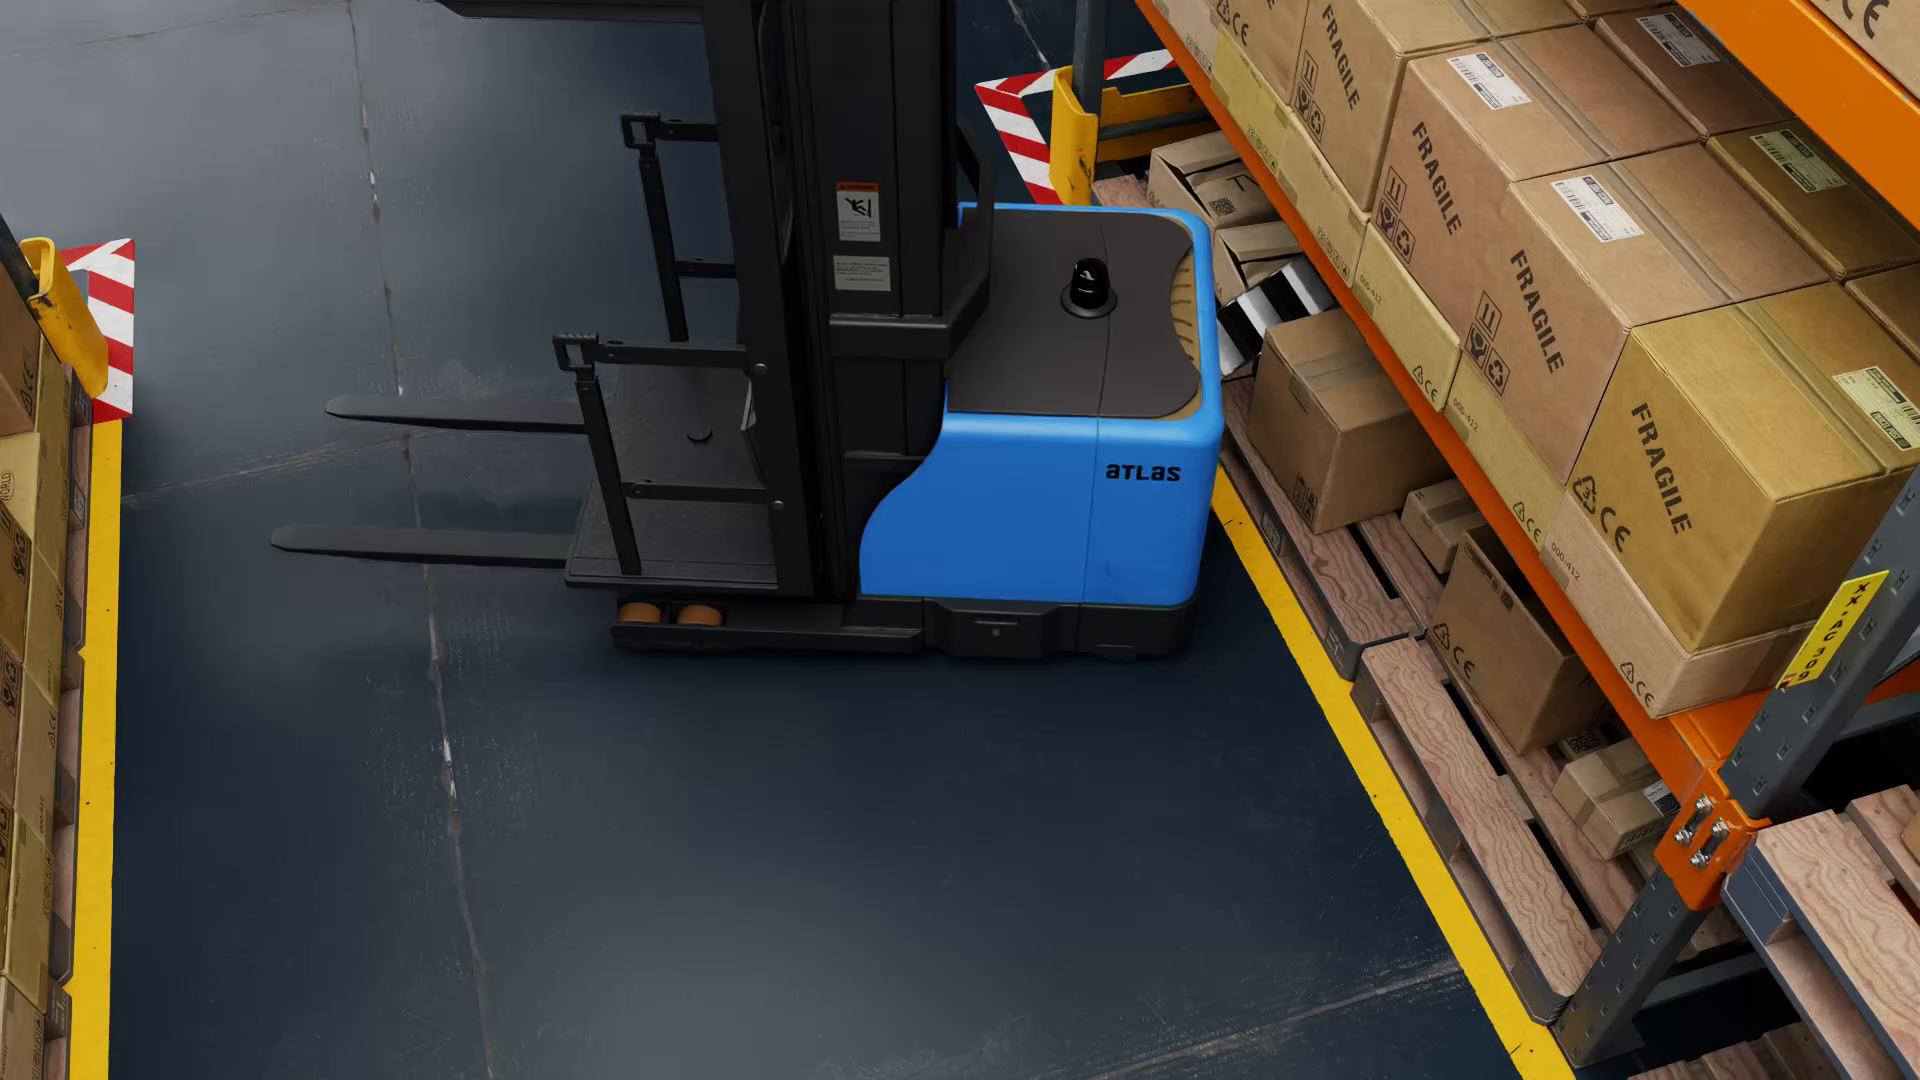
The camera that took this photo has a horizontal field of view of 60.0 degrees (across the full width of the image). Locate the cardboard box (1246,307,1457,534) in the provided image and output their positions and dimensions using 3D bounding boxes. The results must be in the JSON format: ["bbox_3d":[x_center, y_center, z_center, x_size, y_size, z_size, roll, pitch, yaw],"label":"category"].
[{"bbox_3d":[1.403,-0.448,5.513,0.700,0.500,0.500,-16,52,-13],"label":"cardboard box"}]

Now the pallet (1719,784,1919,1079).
[{"bbox_3d":[2.217,0.973,3.093,1.003,0.211,1.213,-13,51,-11],"label":"pallet"}]

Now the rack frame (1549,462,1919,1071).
[{"bbox_3d":[2.130,0.320,3.518,1.000,3.000,0.127,-13,51,-11],"label":"rack frame"}]

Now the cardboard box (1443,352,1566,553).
[{"bbox_3d":[1.561,-0.281,4.110,0.500,0.250,0.500,-13,51,-11],"label":"cardboard box"}]

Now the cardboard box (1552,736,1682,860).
[{"bbox_3d":[1.943,0.708,4.757,0.380,0.166,0.250,-19,53,-16],"label":"cardboard box"}]

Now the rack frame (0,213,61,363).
[{"bbox_3d":[-3.784,-1.478,5.034,1.000,3.000,0.127,-13,51,-11],"label":"rack frame"}]

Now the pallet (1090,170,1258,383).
[{"bbox_3d":[1.176,-1.045,6.493,1.003,0.211,1.213,-13,51,-11],"label":"pallet"}]

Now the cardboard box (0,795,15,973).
[{"bbox_3d":[-2.735,0.813,4.136,0.500,0.500,0.500,-13,51,-11],"label":"cardboard box"}]

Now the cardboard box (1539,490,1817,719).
[{"bbox_3d":[1.700,0.085,3.802,0.500,0.250,0.500,-13,51,-11],"label":"cardboard box"}]

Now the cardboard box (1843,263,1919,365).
[{"bbox_3d":[2.191,-0.270,3.610,0.500,0.500,0.500,-14,51,-12],"label":"cardboard box"}]

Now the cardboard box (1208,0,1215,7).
[{"bbox_3d":[0.938,-2.021,5.086,0.500,0.500,0.500,-13,51,-11],"label":"cardboard box"}]

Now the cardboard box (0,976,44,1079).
[{"bbox_3d":[-2.592,1.421,4.114,0.500,0.250,0.500,-13,51,-11],"label":"cardboard box"}]

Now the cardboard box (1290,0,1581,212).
[{"bbox_3d":[1.249,-1.268,4.451,0.500,0.500,0.500,-12,51,-10],"label":"cardboard box"}]

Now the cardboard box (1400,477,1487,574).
[{"bbox_3d":[1.676,-0.075,5.428,0.380,0.149,0.250,-17,52,-14],"label":"cardboard box"}]

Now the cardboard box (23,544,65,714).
[{"bbox_3d":[-3.034,0.325,5.038,0.500,0.250,0.500,-13,51,-11],"label":"cardboard box"}]

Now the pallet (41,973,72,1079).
[{"bbox_3d":[-2.796,1.752,4.135,1.003,0.211,1.213,-13,51,-11],"label":"pallet"}]

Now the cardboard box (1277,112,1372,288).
[{"bbox_3d":[1.248,-1.012,4.726,0.500,0.250,0.500,-13,51,-11],"label":"cardboard box"}]

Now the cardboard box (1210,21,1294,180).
[{"bbox_3d":[1.100,-1.381,5.038,0.500,0.250,0.500,-14,51,-12],"label":"cardboard box"}]

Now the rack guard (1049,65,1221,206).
[{"bbox_3d":[0.970,-1.740,6.890,1.175,0.500,0.348,-13,51,-11],"label":"rack guard"}]

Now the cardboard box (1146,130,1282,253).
[{"bbox_3d":[1.066,-1.351,6.397,0.500,0.311,0.500,-19,52,-15],"label":"cardboard box"}]

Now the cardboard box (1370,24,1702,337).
[{"bbox_3d":[1.403,-0.888,4.131,0.500,0.500,0.500,-15,51,-12],"label":"cardboard box"}]

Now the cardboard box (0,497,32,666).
[{"bbox_3d":[-3.031,0.082,4.752,0.500,0.500,0.500,-13,51,-11],"label":"cardboard box"}]

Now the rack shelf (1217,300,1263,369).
[{"bbox_3d":[0.961,-0.717,5.721,0.200,0.077,0.258,56,29,-1],"label":"rack shelf"}]

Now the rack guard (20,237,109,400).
[{"bbox_3d":[-3.791,-0.690,6.005,1.175,0.500,0.348,-13,51,-11],"label":"rack guard"}]

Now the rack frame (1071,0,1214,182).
[{"bbox_3d":[0.947,-2.601,5.981,1.000,3.000,0.127,-13,51,-11],"label":"rack frame"}]

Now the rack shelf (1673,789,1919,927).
[{"bbox_3d":[2.721,2.013,2.562,1.077,0.370,4.000,-13,51,-11],"label":"rack shelf"}]

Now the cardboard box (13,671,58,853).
[{"bbox_3d":[-2.888,0.690,4.730,0.500,0.250,0.500,-13,51,-11],"label":"cardboard box"}]

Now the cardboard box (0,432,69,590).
[{"bbox_3d":[-3.184,-0.040,5.346,0.500,0.250,0.500,-13,51,-11],"label":"cardboard box"}]

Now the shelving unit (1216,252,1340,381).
[{"bbox_3d":[1.051,-0.776,5.661,0.210,0.900,0.258,56,29,-1],"label":"shelving unit"}]

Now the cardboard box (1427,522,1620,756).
[{"bbox_3d":[1.785,0.235,4.937,0.500,0.500,0.500,-17,52,-14],"label":"cardboard box"}]

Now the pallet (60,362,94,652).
[{"bbox_3d":[-3.518,-0.030,5.638,1.003,0.211,1.213,-13,51,-11],"label":"pallet"}]

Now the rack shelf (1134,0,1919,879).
[{"bbox_3d":[1.539,-0.908,5.024,1.077,0.370,4.000,-13,51,-11],"label":"rack shelf"}]

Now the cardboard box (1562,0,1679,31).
[{"bbox_3d":[1.735,-1.390,4.555,0.500,0.500,0.500,-13,51,-10],"label":"cardboard box"}]

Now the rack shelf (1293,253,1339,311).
[{"bbox_3d":[1.224,-0.888,5.545,0.200,0.077,0.258,56,29,-1],"label":"rack shelf"}]

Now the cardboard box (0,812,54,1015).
[{"bbox_3d":[-2.734,1.054,4.423,0.500,0.250,0.500,-13,51,-11],"label":"cardboard box"}]

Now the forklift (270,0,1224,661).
[{"bbox_3d":[-0.735,-0.983,4.662,3.031,2.935,1.130,2,50,2],"label":"forklift"}]

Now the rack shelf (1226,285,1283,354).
[{"bbox_3d":[1.027,-0.760,5.677,0.200,0.077,0.258,56,29,-1],"label":"rack shelf"}]

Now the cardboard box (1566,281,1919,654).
[{"bbox_3d":[1.695,-0.155,3.513,0.500,0.500,0.500,-13,51,-11],"label":"cardboard box"}]

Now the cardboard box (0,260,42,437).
[{"bbox_3d":[-3.341,-0.645,5.365,0.500,0.500,0.500,-13,51,-11],"label":"cardboard box"}]

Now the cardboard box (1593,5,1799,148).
[{"bbox_3d":[1.899,-1.014,4.237,0.500,0.500,0.500,-12,51,-10],"label":"cardboard box"}]

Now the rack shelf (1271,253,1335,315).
[{"bbox_3d":[1.159,-0.845,5.589,0.200,0.077,0.258,56,29,-1],"label":"rack shelf"}]

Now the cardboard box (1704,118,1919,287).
[{"bbox_3d":[2.041,-0.649,3.929,0.500,0.500,0.500,-14,51,-11],"label":"cardboard box"}]

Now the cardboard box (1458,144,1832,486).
[{"bbox_3d":[1.542,-0.518,3.819,0.500,0.500,0.500,-14,51,-11],"label":"cardboard box"}]

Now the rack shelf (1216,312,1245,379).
[{"bbox_3d":[0.895,-0.674,5.765,0.200,0.077,0.258,56,29,-1],"label":"rack shelf"}]

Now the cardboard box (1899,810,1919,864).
[{"bbox_3d":[2.248,0.526,2.992,0.700,0.500,0.500,-13,51,-11],"label":"cardboard box"}]

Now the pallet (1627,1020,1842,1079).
[{"bbox_3d":[2.362,1.788,4.105,1.003,0.211,1.213,-13,51,-11],"label":"pallet"}]

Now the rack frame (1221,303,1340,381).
[{"bbox_3d":[1.108,-0.691,5.663,0.006,0.900,0.240,56,29,-1],"label":"rack frame"}]

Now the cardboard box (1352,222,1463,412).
[{"bbox_3d":[1.397,-0.645,4.417,0.500,0.250,0.500,-14,51,-11],"label":"cardboard box"}]

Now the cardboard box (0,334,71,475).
[{"bbox_3d":[-3.343,-0.402,5.651,0.500,0.250,0.500,-13,51,-11],"label":"cardboard box"}]

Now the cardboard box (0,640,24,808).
[{"bbox_3d":[-2.885,0.448,4.444,0.500,0.500,0.500,-13,51,-11],"label":"cardboard box"}]

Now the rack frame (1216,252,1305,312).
[{"bbox_3d":[0.995,-0.860,5.658,0.006,0.900,0.240,56,29,-1],"label":"rack frame"}]

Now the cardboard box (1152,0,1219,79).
[{"bbox_3d":[0.955,-1.755,5.353,0.500,0.250,0.500,-15,51,-12],"label":"cardboard box"}]

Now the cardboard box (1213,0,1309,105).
[{"bbox_3d":[1.085,-1.642,4.767,0.500,0.500,0.500,-15,51,-12],"label":"cardboard box"}]

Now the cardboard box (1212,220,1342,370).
[{"bbox_3d":[1.234,-0.934,6.046,0.500,0.311,0.500,-10,51,-8],"label":"cardboard box"}]

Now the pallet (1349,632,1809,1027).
[{"bbox_3d":[1.898,0.737,4.991,1.003,0.211,1.213,-13,51,-11],"label":"pallet"}]

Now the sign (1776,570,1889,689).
[{"bbox_3d":[1.614,0.170,3.079,0.100,0.325,0.005,-13,51,-11],"label":"sign"}]

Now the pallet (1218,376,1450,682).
[{"bbox_3d":[1.533,-0.156,5.743,1.003,0.211,1.213,-13,51,-11],"label":"pallet"}]

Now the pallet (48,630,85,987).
[{"bbox_3d":[-3.161,0.859,4.888,1.003,0.211,1.213,-13,51,-11],"label":"pallet"}]

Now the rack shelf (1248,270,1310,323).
[{"bbox_3d":[1.093,-0.803,5.633,0.200,0.077,0.258,56,29,-1],"label":"rack shelf"}]
